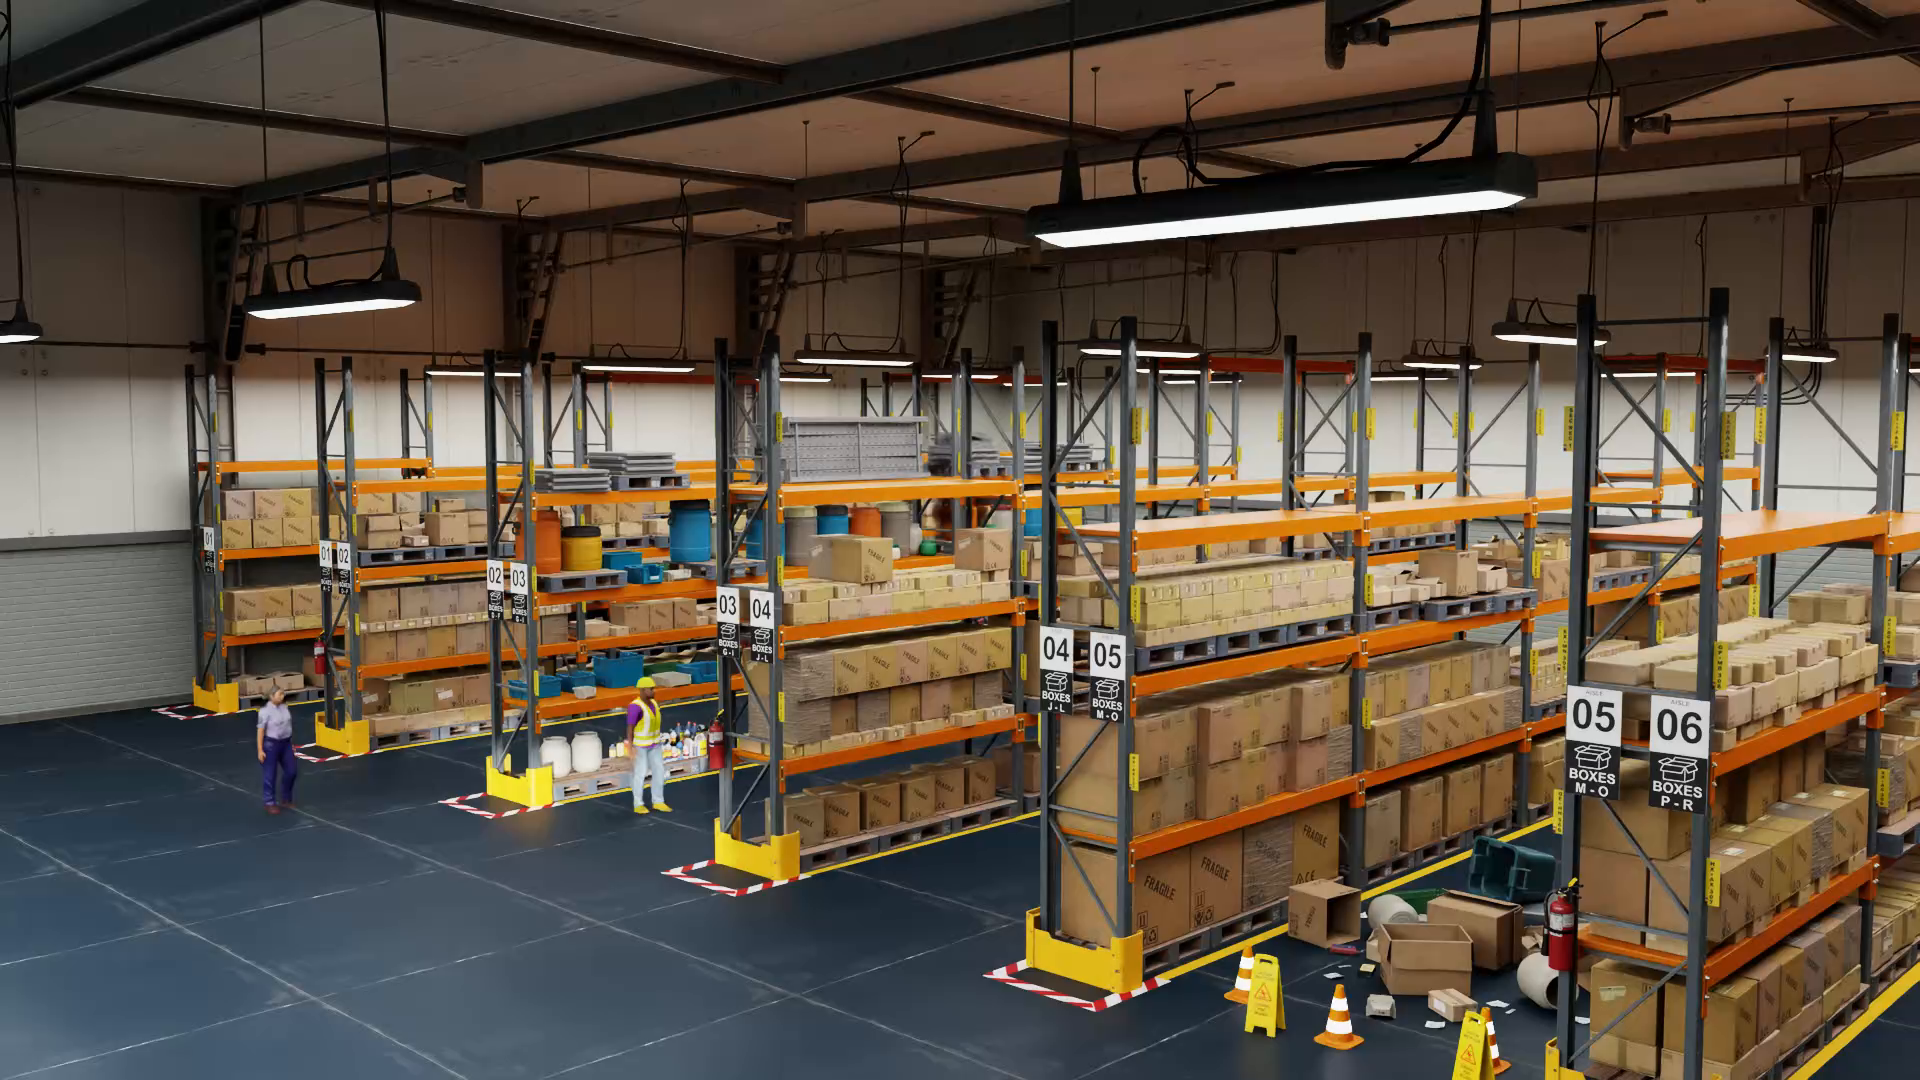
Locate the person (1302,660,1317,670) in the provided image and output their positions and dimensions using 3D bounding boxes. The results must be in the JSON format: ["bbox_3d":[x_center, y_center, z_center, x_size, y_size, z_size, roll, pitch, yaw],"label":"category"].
[{"bbox_3d":[4.904,2.448,23.994,0.565,1.791,0.560,0,4,6],"label":"person"}]

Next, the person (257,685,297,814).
[{"bbox_3d":[-8.871,2.727,21.550,0.364,1.703,0.574,2,5,24],"label":"person"}]

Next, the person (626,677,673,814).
[{"bbox_3d":[-4.049,2.668,21.432,0.445,1.790,0.664,2,5,28],"label":"person"}]
